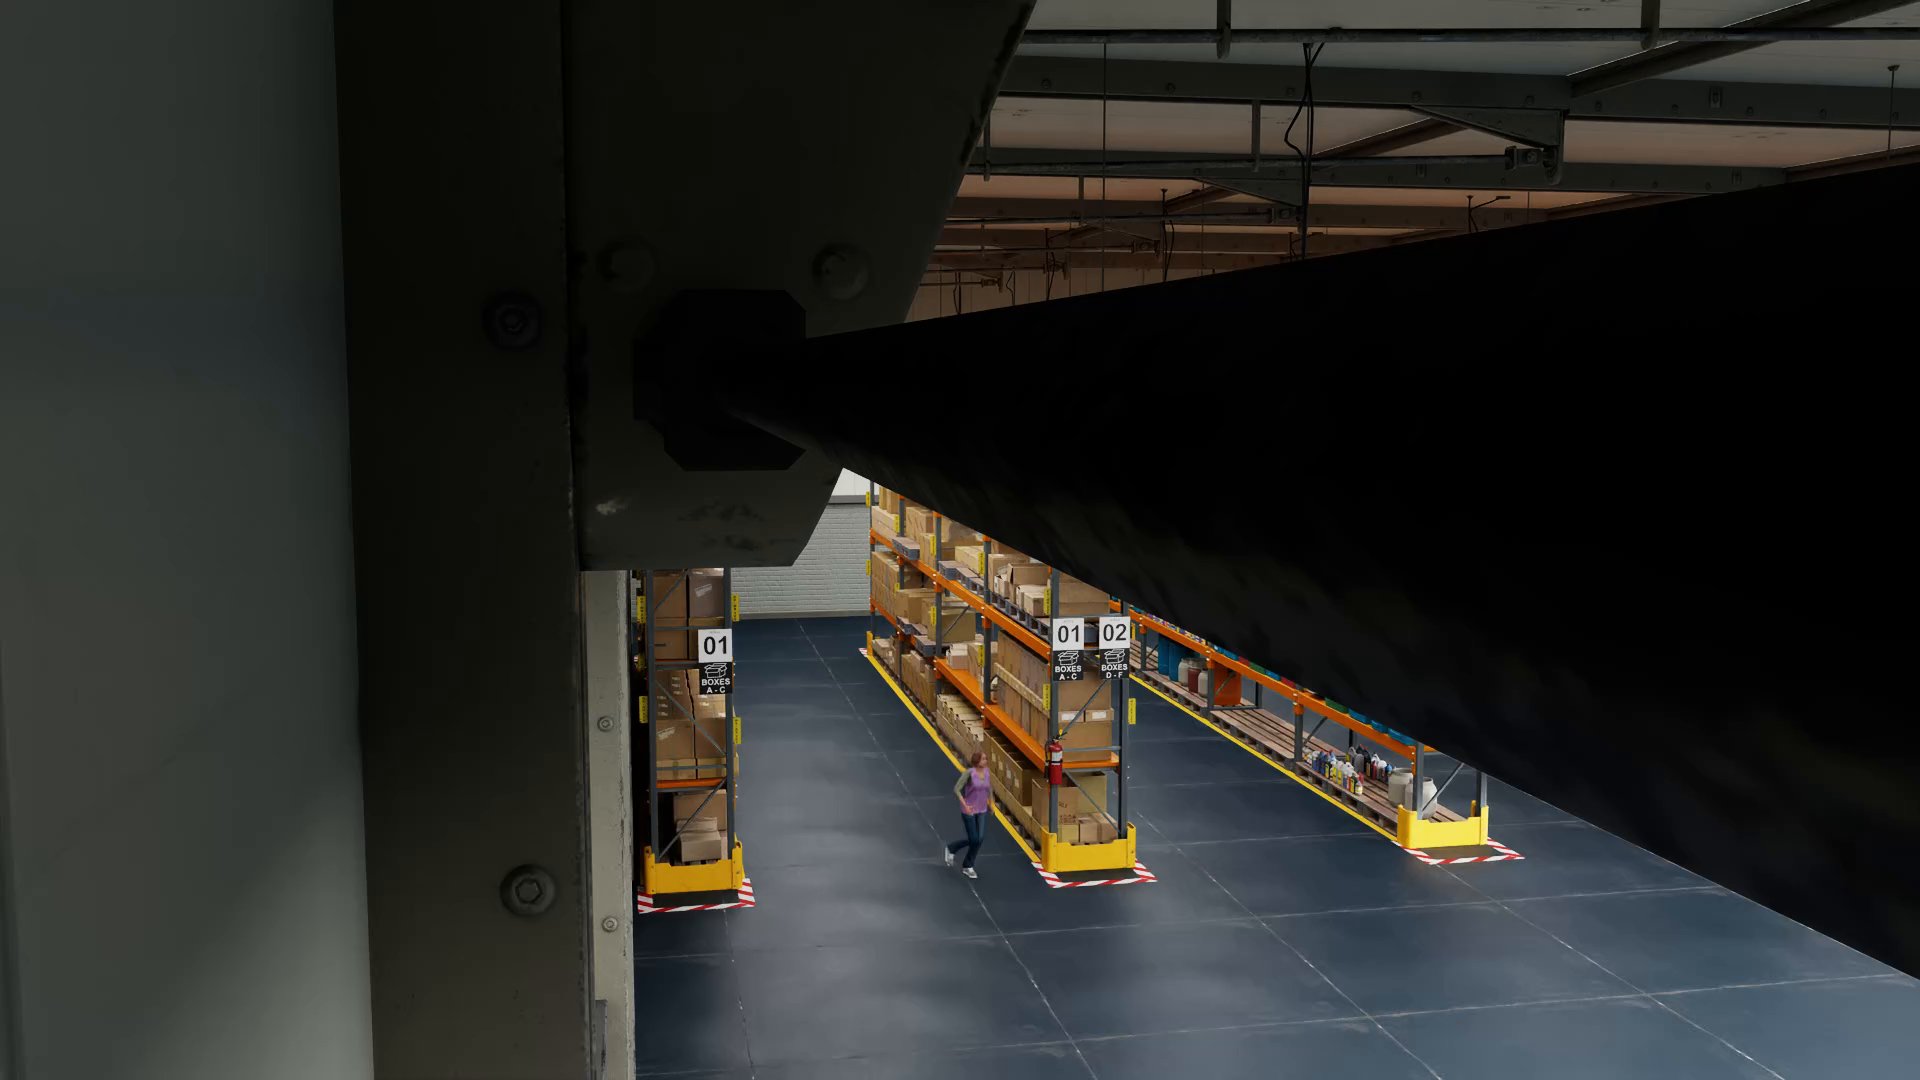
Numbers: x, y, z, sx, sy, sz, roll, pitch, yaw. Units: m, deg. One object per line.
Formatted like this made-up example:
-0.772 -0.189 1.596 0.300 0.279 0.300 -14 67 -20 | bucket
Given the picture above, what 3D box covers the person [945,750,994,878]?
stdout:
0.160 3.395 20.830 0.582 1.555 0.525 -5 8 -39 | person
